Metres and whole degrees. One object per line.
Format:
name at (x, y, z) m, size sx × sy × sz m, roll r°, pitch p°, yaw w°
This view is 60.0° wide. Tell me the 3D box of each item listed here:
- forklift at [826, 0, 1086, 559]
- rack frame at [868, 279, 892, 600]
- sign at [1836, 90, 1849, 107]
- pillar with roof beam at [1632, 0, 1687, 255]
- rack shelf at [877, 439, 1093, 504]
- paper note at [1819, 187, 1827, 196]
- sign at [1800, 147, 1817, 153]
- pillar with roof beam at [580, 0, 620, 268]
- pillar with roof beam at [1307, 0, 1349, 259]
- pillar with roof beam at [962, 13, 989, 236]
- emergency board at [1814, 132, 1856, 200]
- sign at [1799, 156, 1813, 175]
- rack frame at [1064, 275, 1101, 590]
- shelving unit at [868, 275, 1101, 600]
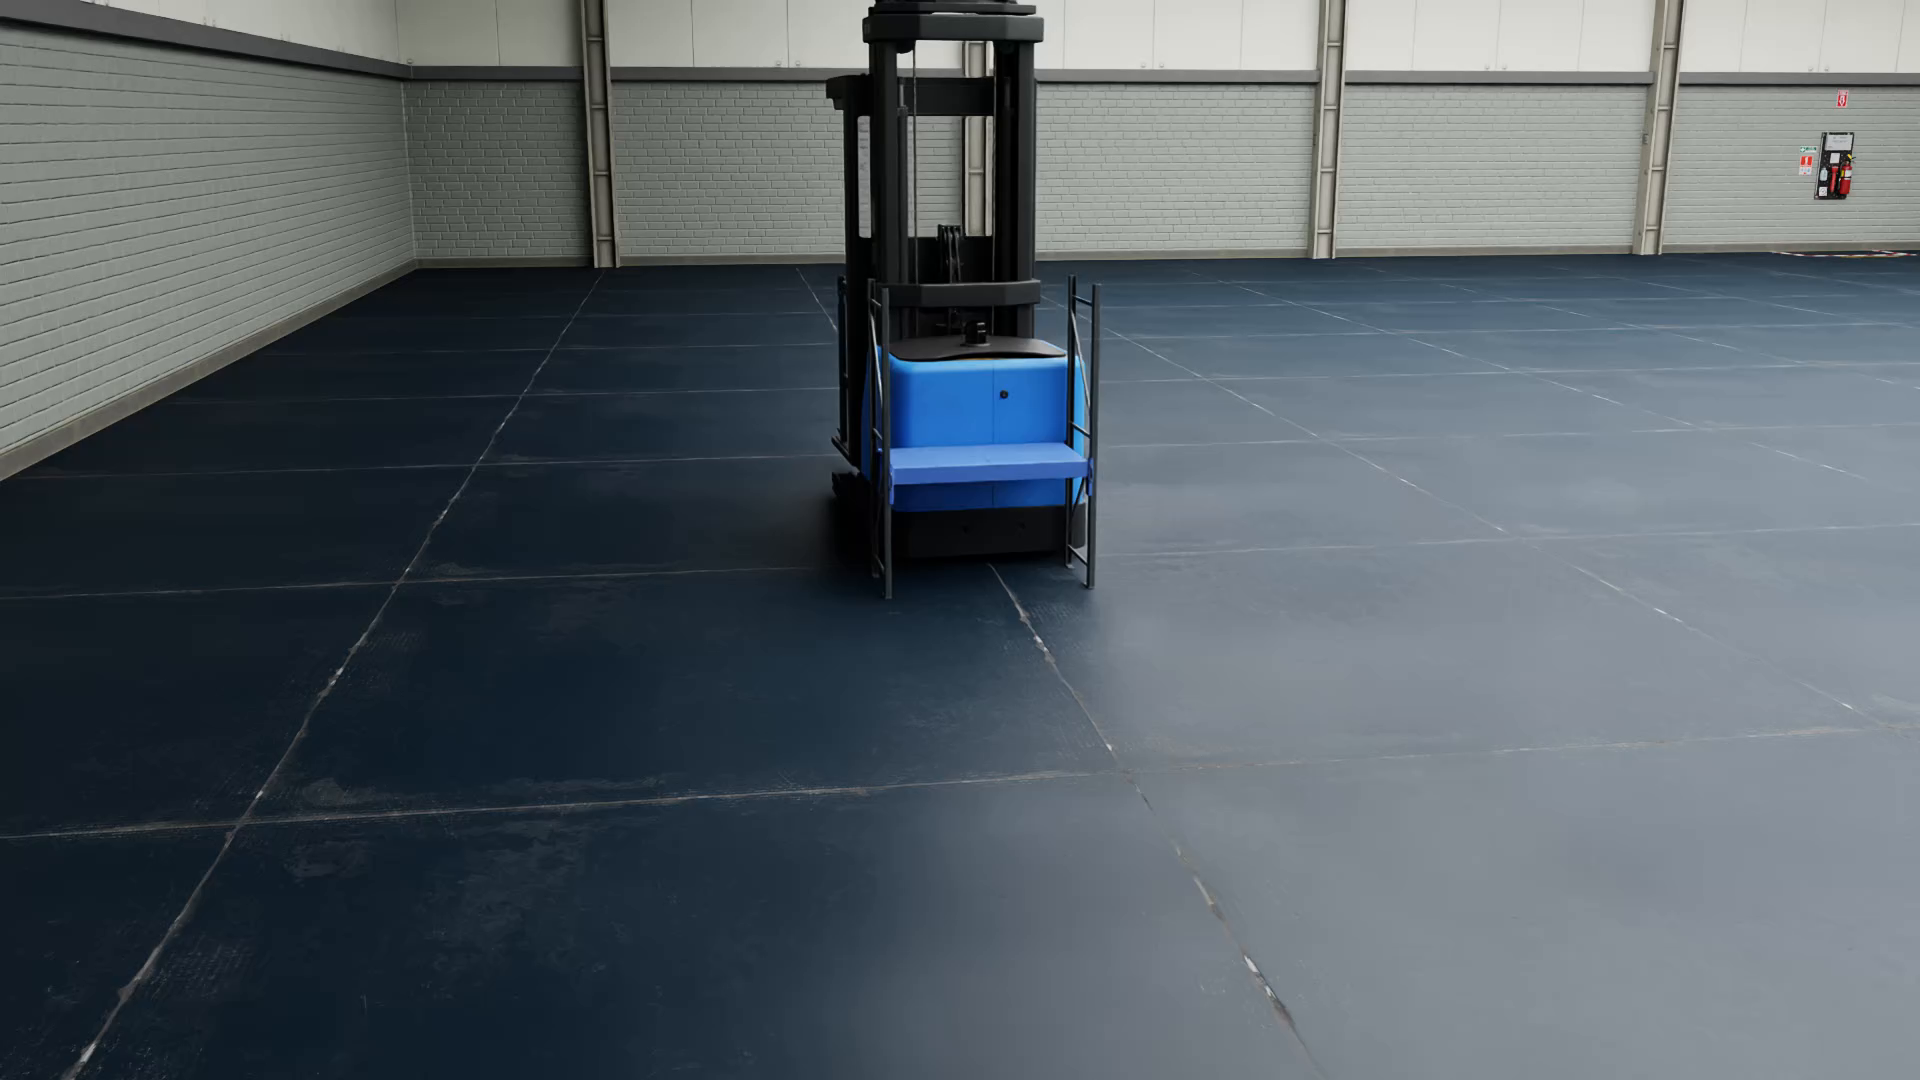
forklift at (-0.165, -1.638, 9.729) m, size 1.130 × 2.935 × 3.031 m, roll -3°, pitch 14°, yaw -12°
rack frame at (-0.392, -0.495, 8.113) m, size 0.032 × 1.500 × 0.500 m, roll -3°, pitch 14°, yaw -10°
sign at (15.580, -7.792, 29.362) m, size 0.199 × 0.298 × 0.001 m, roll -2°, pitch 14°, yaw -8°
pillar with roof beam at (12.761, -8.382, 24.144) m, size 0.400 × 9.000 × 9.100 m, roll -2°, pitch 14°, yaw -8°
rack shelf at (0.107, -0.344, 8.249) m, size 1.000 × 0.185 × 0.538 m, roll -3°, pitch 14°, yaw -10°
paper note at (15.418, -6.227, 29.697) m, size 0.142 × 0.148 × 0.016 m, roll -2°, pitch 14°, yaw -8°
sign at (15.047, -6.921, 29.492) m, size 0.331 × 0.109 × 0.001 m, roll -2°, pitch 14°, yaw -8°
pillar with roof beam at (-5.038, -7.729, 21.543) m, size 0.400 × 9.000 × 9.100 m, roll -2°, pitch 14°, yaw -8°
pillar with roof beam at (6.828, -8.164, 23.277) m, size 0.400 × 9.000 × 9.100 m, roll -2°, pitch 14°, yaw -8°
pillar with roof beam at (0.895, -7.947, 22.410) m, size 0.400 × 9.000 × 9.100 m, roll -2°, pitch 14°, yaw -8°
emergency board at (15.603, -6.644, 29.549) m, size 0.643 × 1.169 × 0.194 m, roll -2°, pitch 14°, yaw -8°
sign at (15.041, -6.666, 29.564) m, size 0.234 × 0.329 × 0.001 m, roll -2°, pitch 14°, yaw -8°
rack frame at (0.607, -0.541, 8.297) m, size 0.032 × 1.500 × 0.500 m, roll -3°, pitch 14°, yaw -10°
shelving unit at (0.107, -0.518, 8.205) m, size 1.048 × 1.500 × 0.538 m, roll -3°, pitch 14°, yaw -10°
